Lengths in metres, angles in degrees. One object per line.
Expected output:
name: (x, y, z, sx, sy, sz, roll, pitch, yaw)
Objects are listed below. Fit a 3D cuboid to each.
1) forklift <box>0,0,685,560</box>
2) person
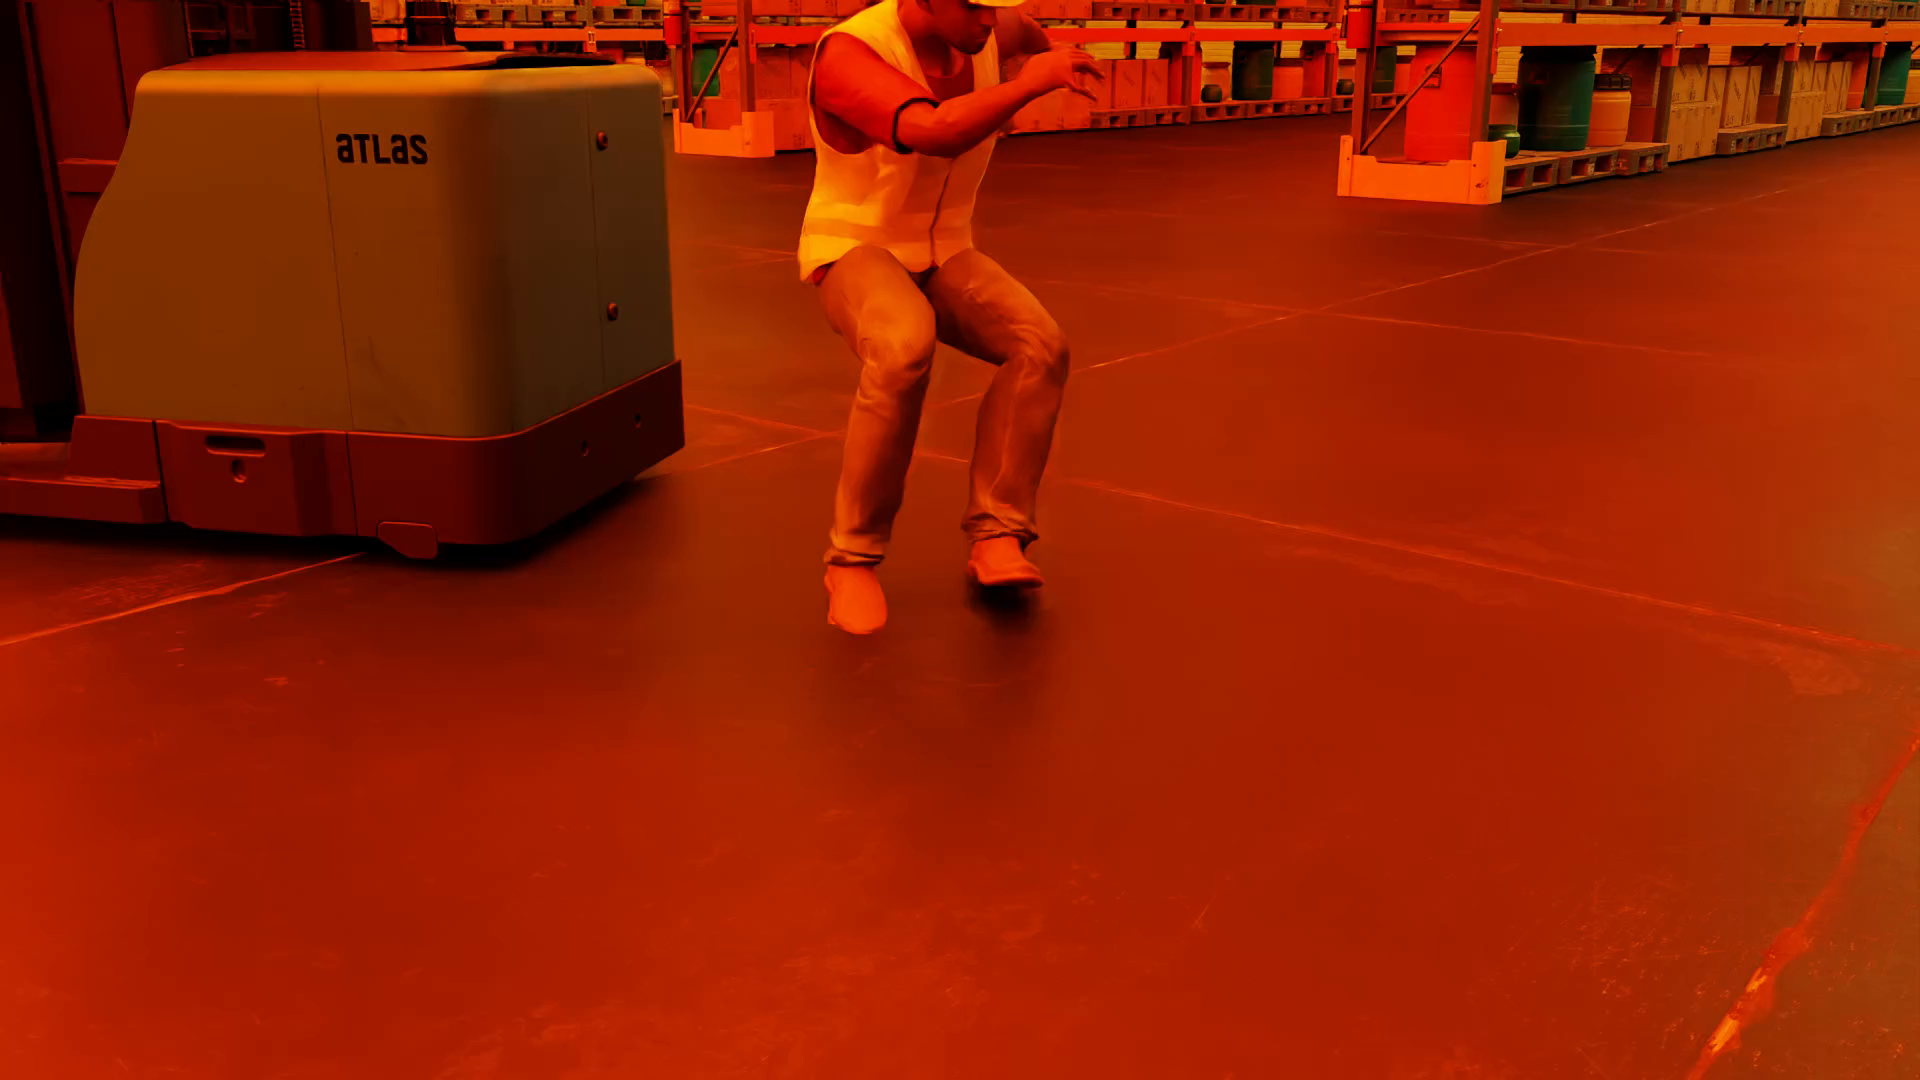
forklift: (-2.325, -1.568, 4.060, 3.031, 2.935, 1.130, 4, 17, 13)
person: (0.095, -0.658, 3.730, 1.335, 1.438, 0.849, -16, 23, -42)
